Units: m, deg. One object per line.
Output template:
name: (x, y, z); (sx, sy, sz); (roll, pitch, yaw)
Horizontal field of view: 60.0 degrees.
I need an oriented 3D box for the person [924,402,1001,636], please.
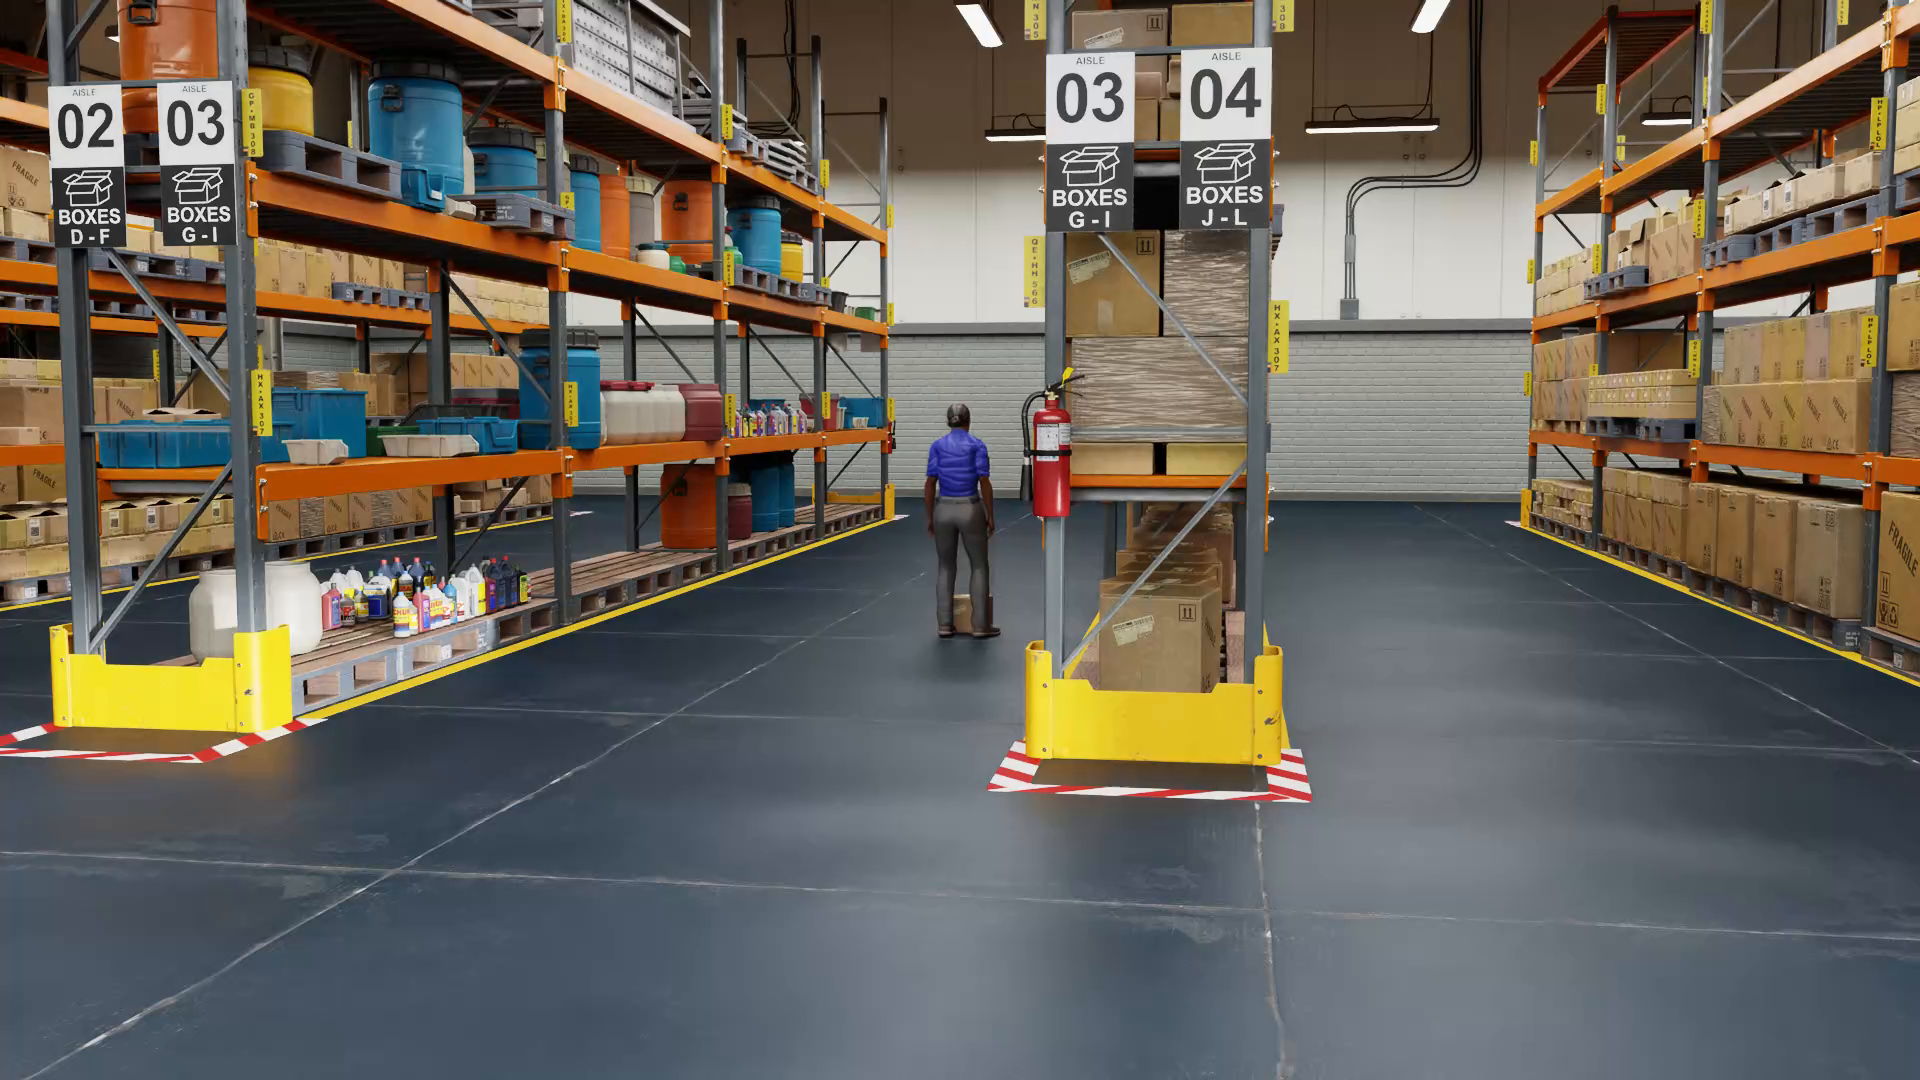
person: (0.012, -0.147, 11.767); (0.527, 1.653, 0.350); (1, 5, 15)
